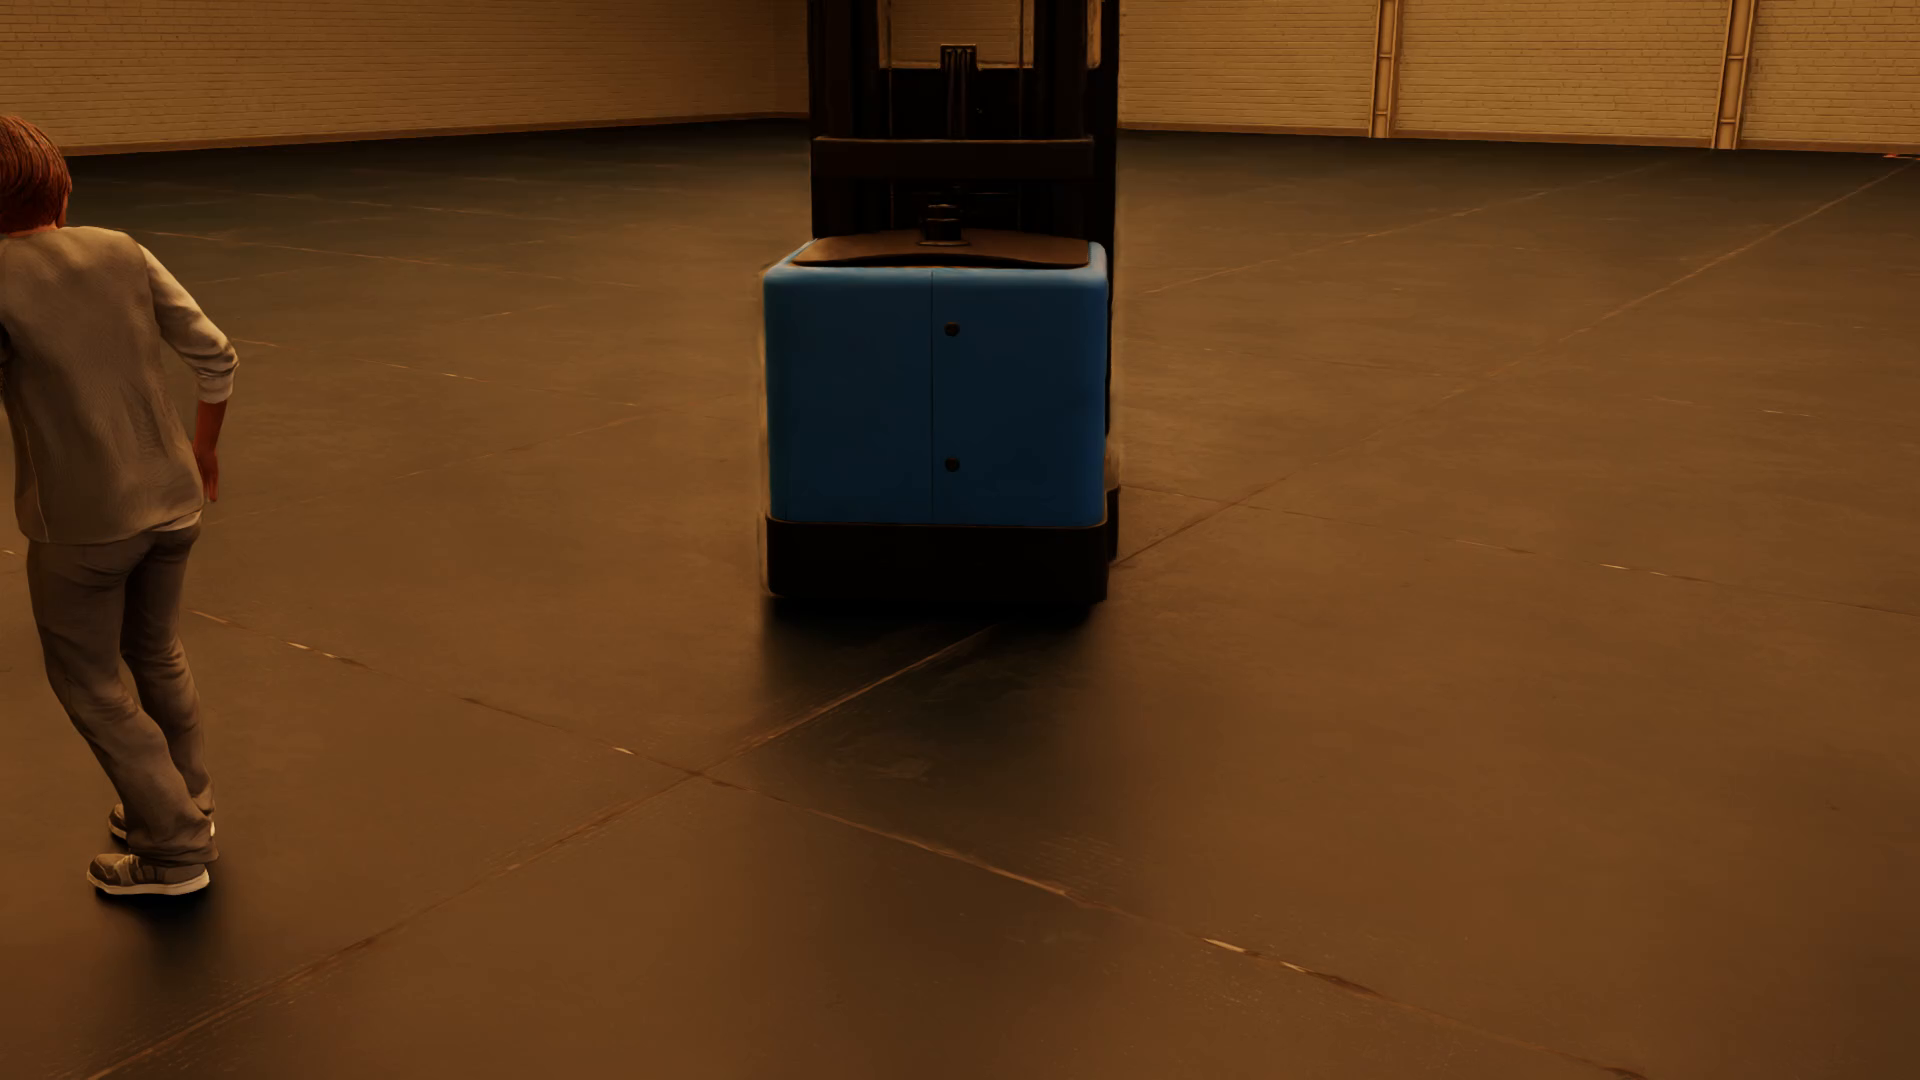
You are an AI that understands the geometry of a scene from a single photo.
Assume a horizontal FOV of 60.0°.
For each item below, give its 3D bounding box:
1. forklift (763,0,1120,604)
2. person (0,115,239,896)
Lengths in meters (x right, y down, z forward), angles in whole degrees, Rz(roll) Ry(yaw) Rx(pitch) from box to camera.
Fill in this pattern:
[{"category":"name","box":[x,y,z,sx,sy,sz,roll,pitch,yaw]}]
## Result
[{"category":"forklift","box":[0.030,-1.581,6.120,1.130,2.935,3.031,1,17,4]},{"category":"person","box":[-1.760,-0.041,3.337,0.456,1.581,0.621,8,18,24]}]
